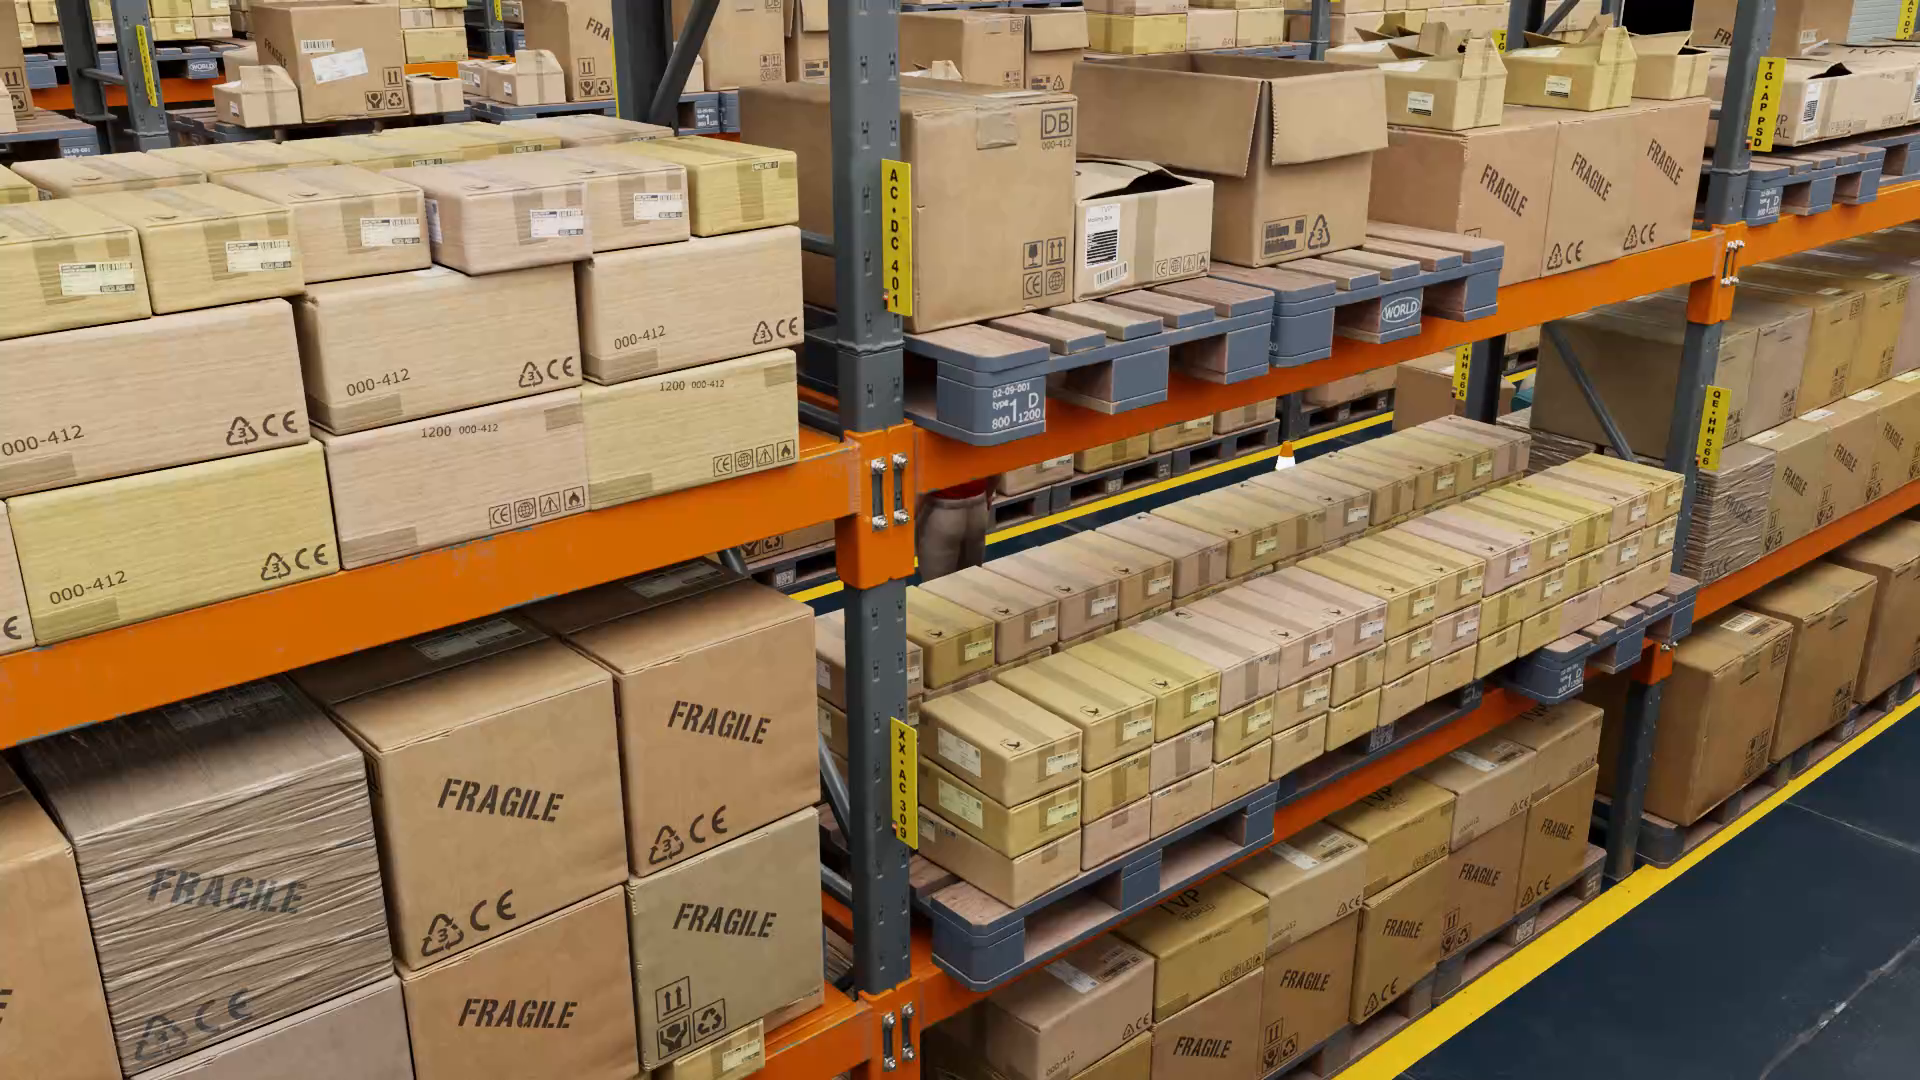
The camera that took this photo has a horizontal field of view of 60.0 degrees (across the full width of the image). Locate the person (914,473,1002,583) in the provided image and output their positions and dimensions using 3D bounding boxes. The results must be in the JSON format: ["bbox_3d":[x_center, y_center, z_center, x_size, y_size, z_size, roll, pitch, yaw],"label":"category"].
[{"bbox_3d":[-0.100,-0.143,8.952,0.641,1.727,0.550,-17,27,-37],"label":"person"}]
